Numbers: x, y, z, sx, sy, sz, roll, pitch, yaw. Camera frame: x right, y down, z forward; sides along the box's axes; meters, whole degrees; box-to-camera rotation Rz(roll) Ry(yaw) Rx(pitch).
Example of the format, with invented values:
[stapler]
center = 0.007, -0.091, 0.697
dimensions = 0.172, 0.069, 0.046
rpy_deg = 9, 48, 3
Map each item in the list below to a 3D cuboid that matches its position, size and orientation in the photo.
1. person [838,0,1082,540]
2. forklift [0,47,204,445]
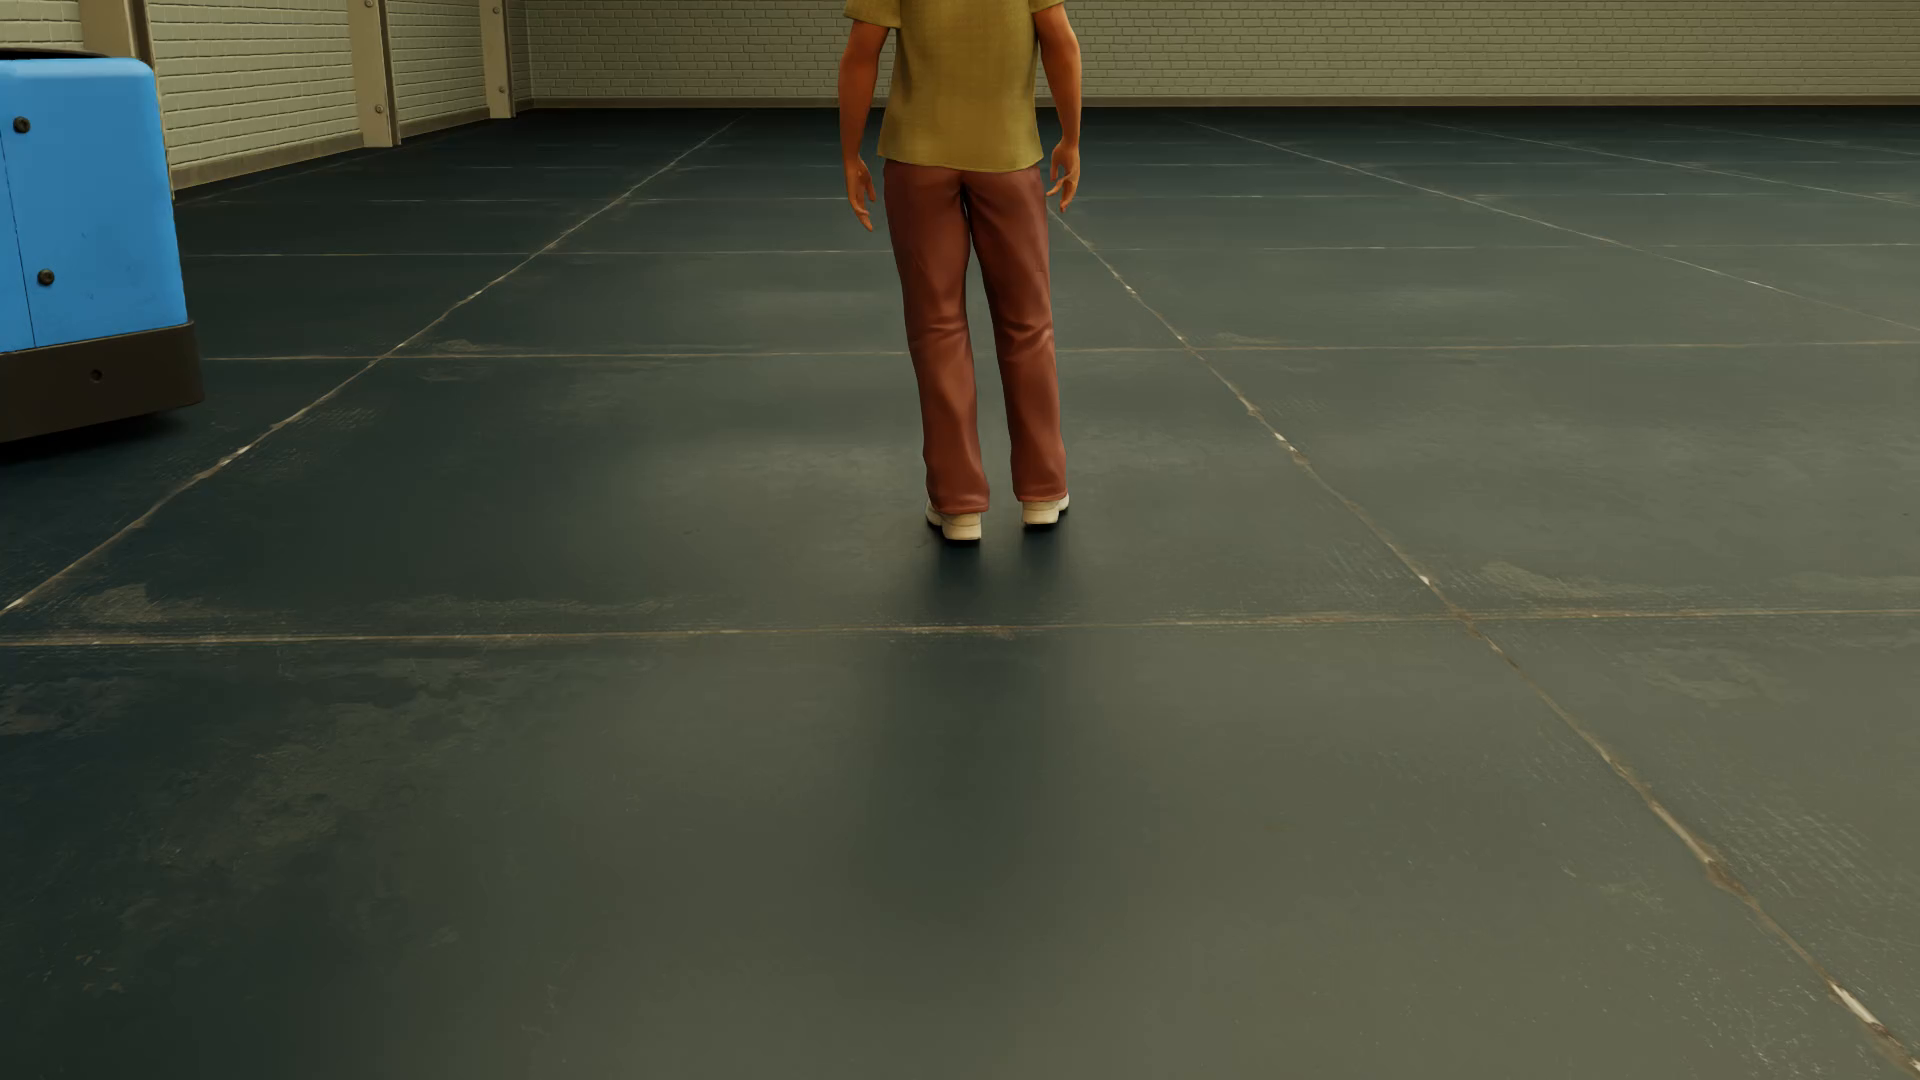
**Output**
[person]
center = 0.008, -0.830, 3.742
dimensions = 0.553, 1.673, 0.548
rpy_deg = -1, 17, -3
[forklift]
center = -3.820, -1.865, 5.005
dimensions = 3.031, 2.935, 1.130
rpy_deg = 10, 20, 30
